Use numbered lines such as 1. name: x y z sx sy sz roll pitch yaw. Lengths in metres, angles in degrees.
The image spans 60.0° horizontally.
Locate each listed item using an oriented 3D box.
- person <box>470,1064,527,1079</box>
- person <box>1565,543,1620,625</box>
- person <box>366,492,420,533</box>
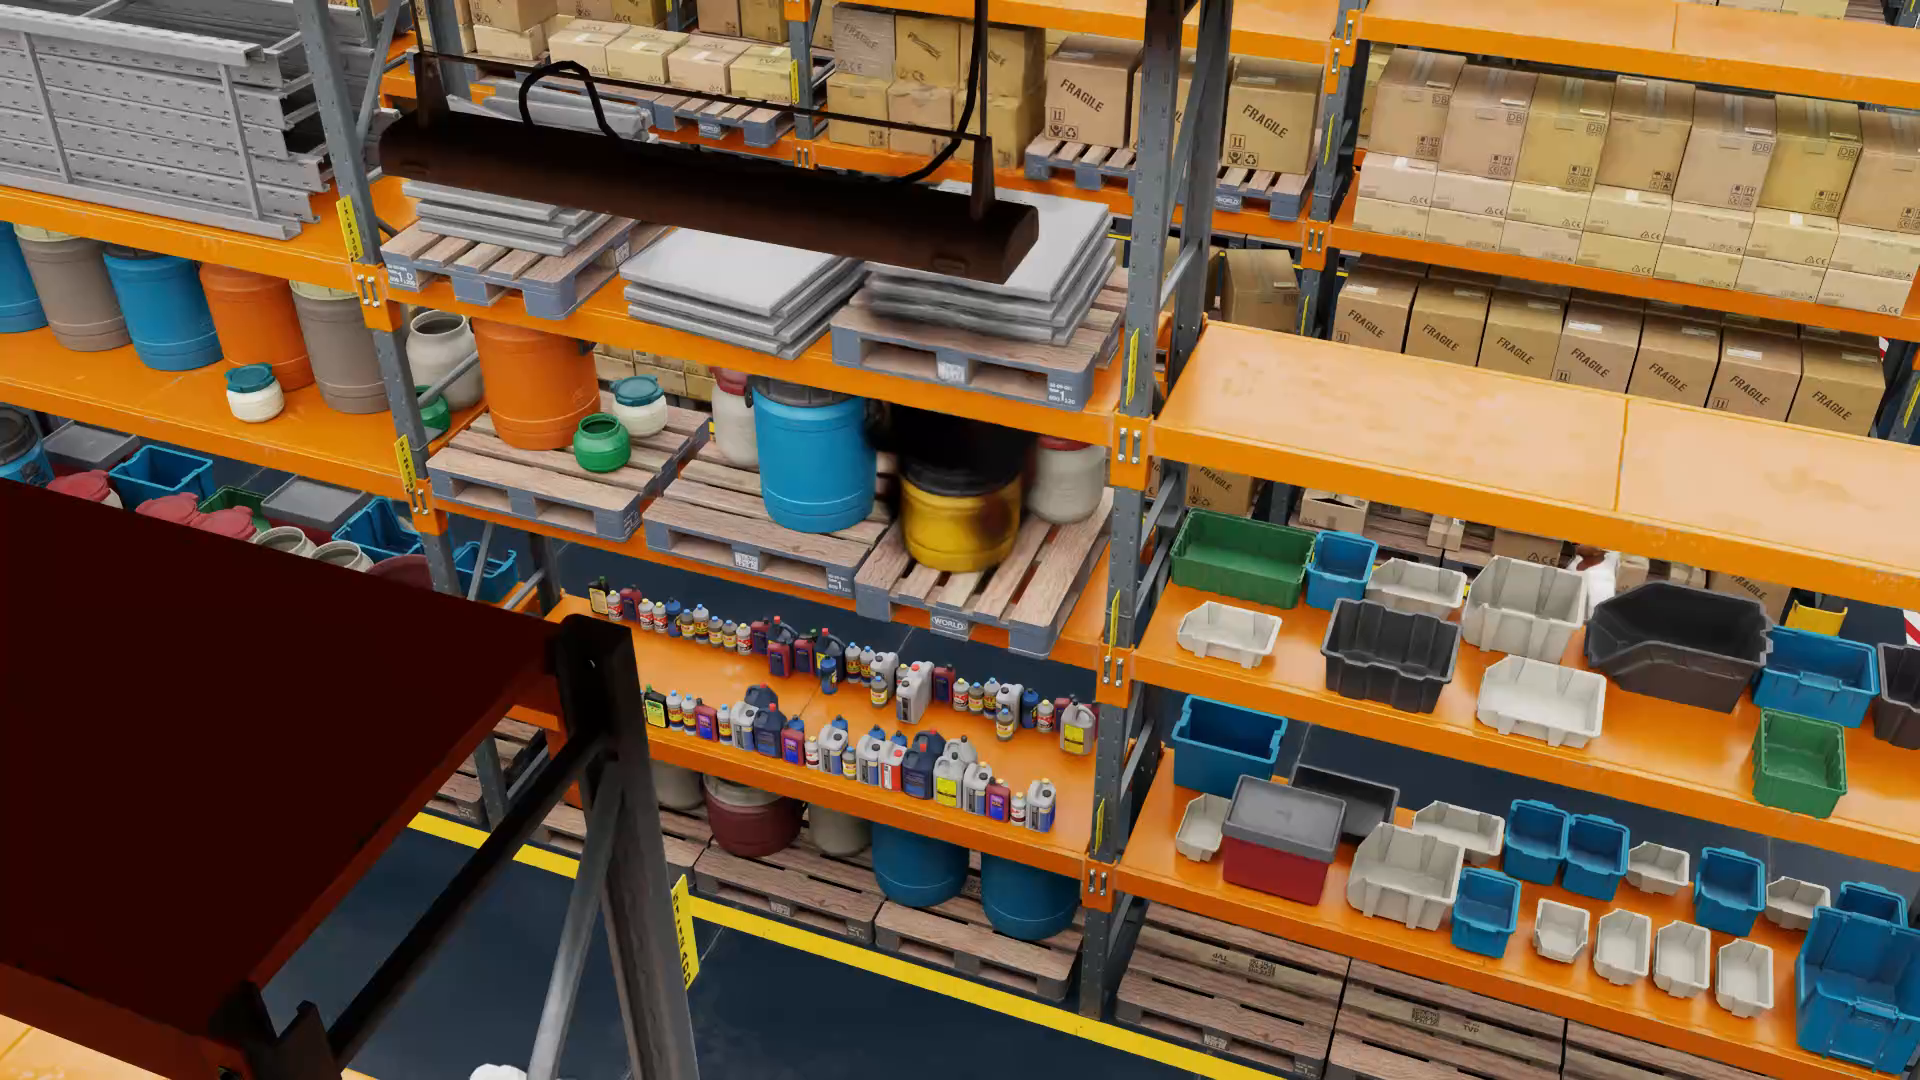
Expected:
1. person: -2.020 3.036 7.824 0.780 1.748 0.663 8 37 10
2. person: 4.141 0.615 11.090 0.840 1.767 0.713 8 37 11
3. person: -4.342 -0.350 12.575 0.570 1.561 0.542 15 39 19
